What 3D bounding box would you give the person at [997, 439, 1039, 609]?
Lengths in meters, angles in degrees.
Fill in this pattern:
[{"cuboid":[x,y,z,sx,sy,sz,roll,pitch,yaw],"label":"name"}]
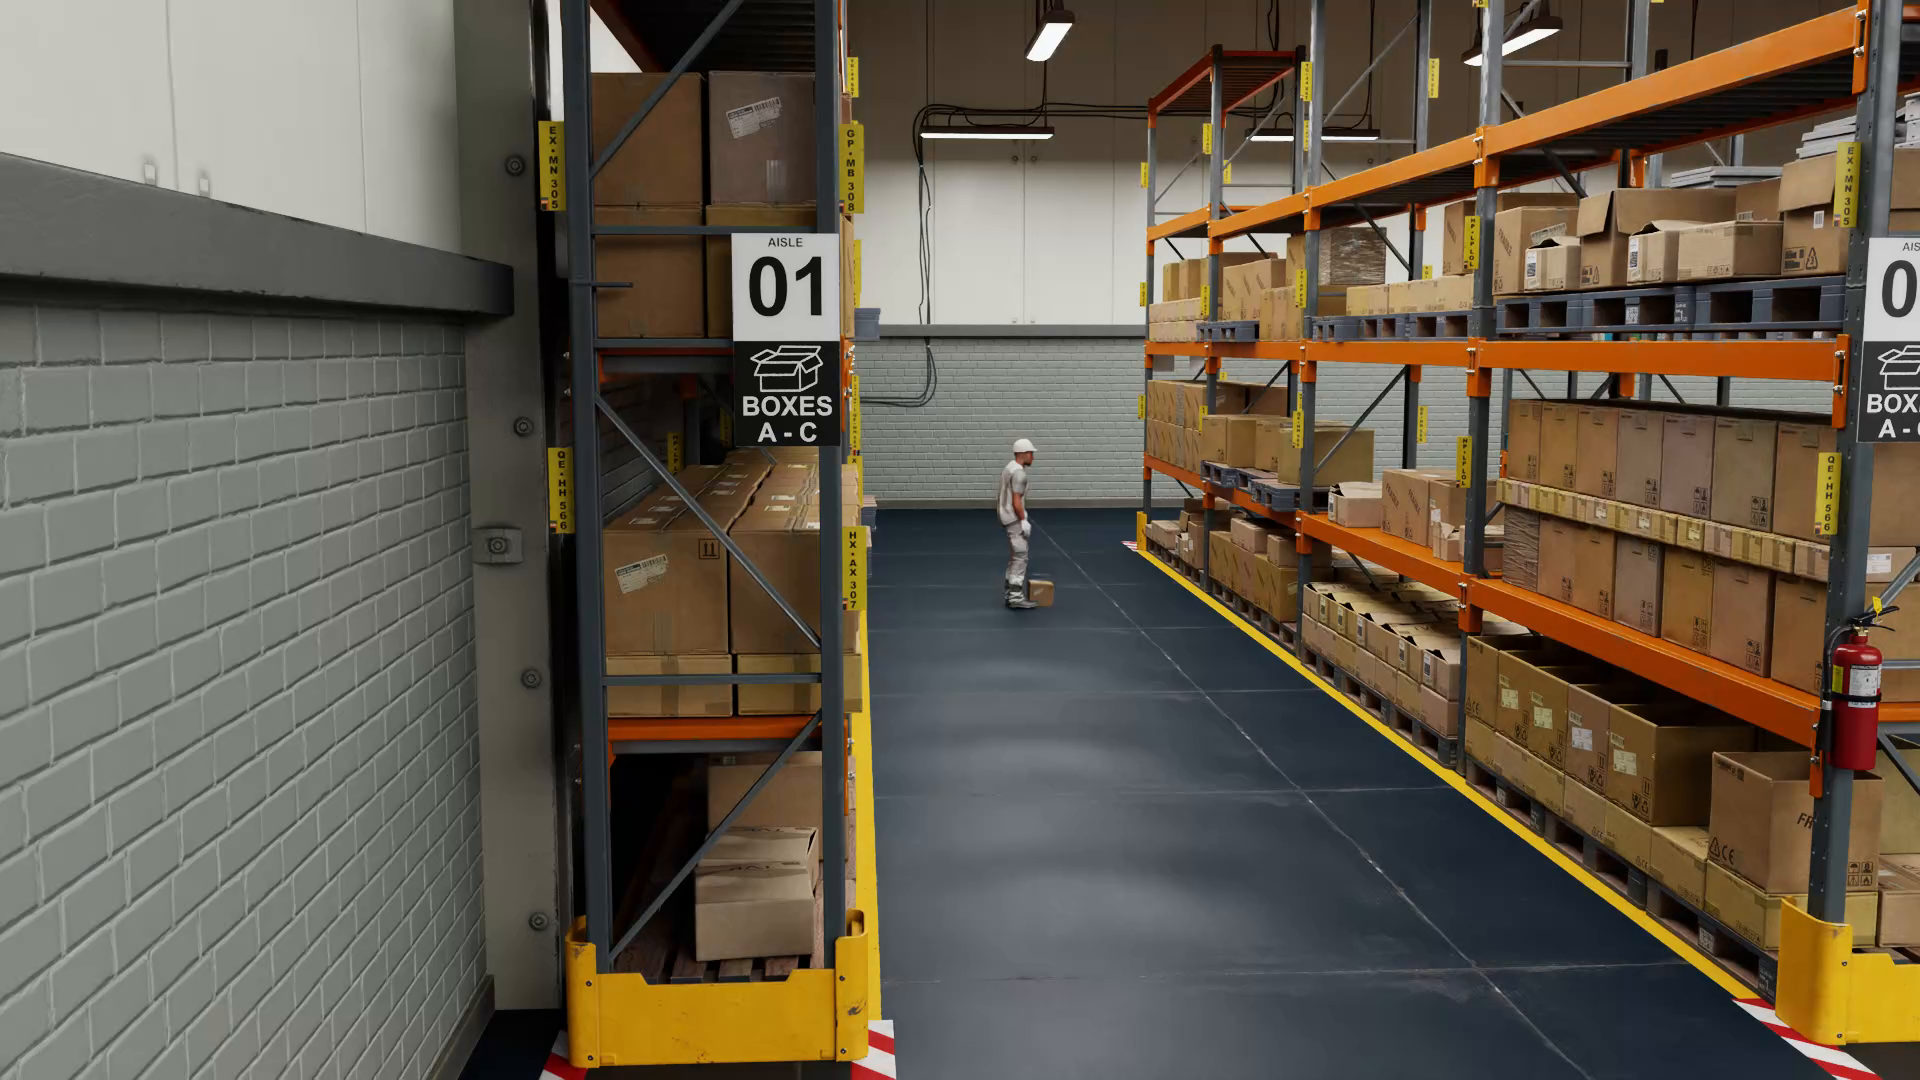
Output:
[{"cuboid":[0.620,-0.181,17.694,0.441,1.780,0.579,-1,7,-6],"label":"person"}]
